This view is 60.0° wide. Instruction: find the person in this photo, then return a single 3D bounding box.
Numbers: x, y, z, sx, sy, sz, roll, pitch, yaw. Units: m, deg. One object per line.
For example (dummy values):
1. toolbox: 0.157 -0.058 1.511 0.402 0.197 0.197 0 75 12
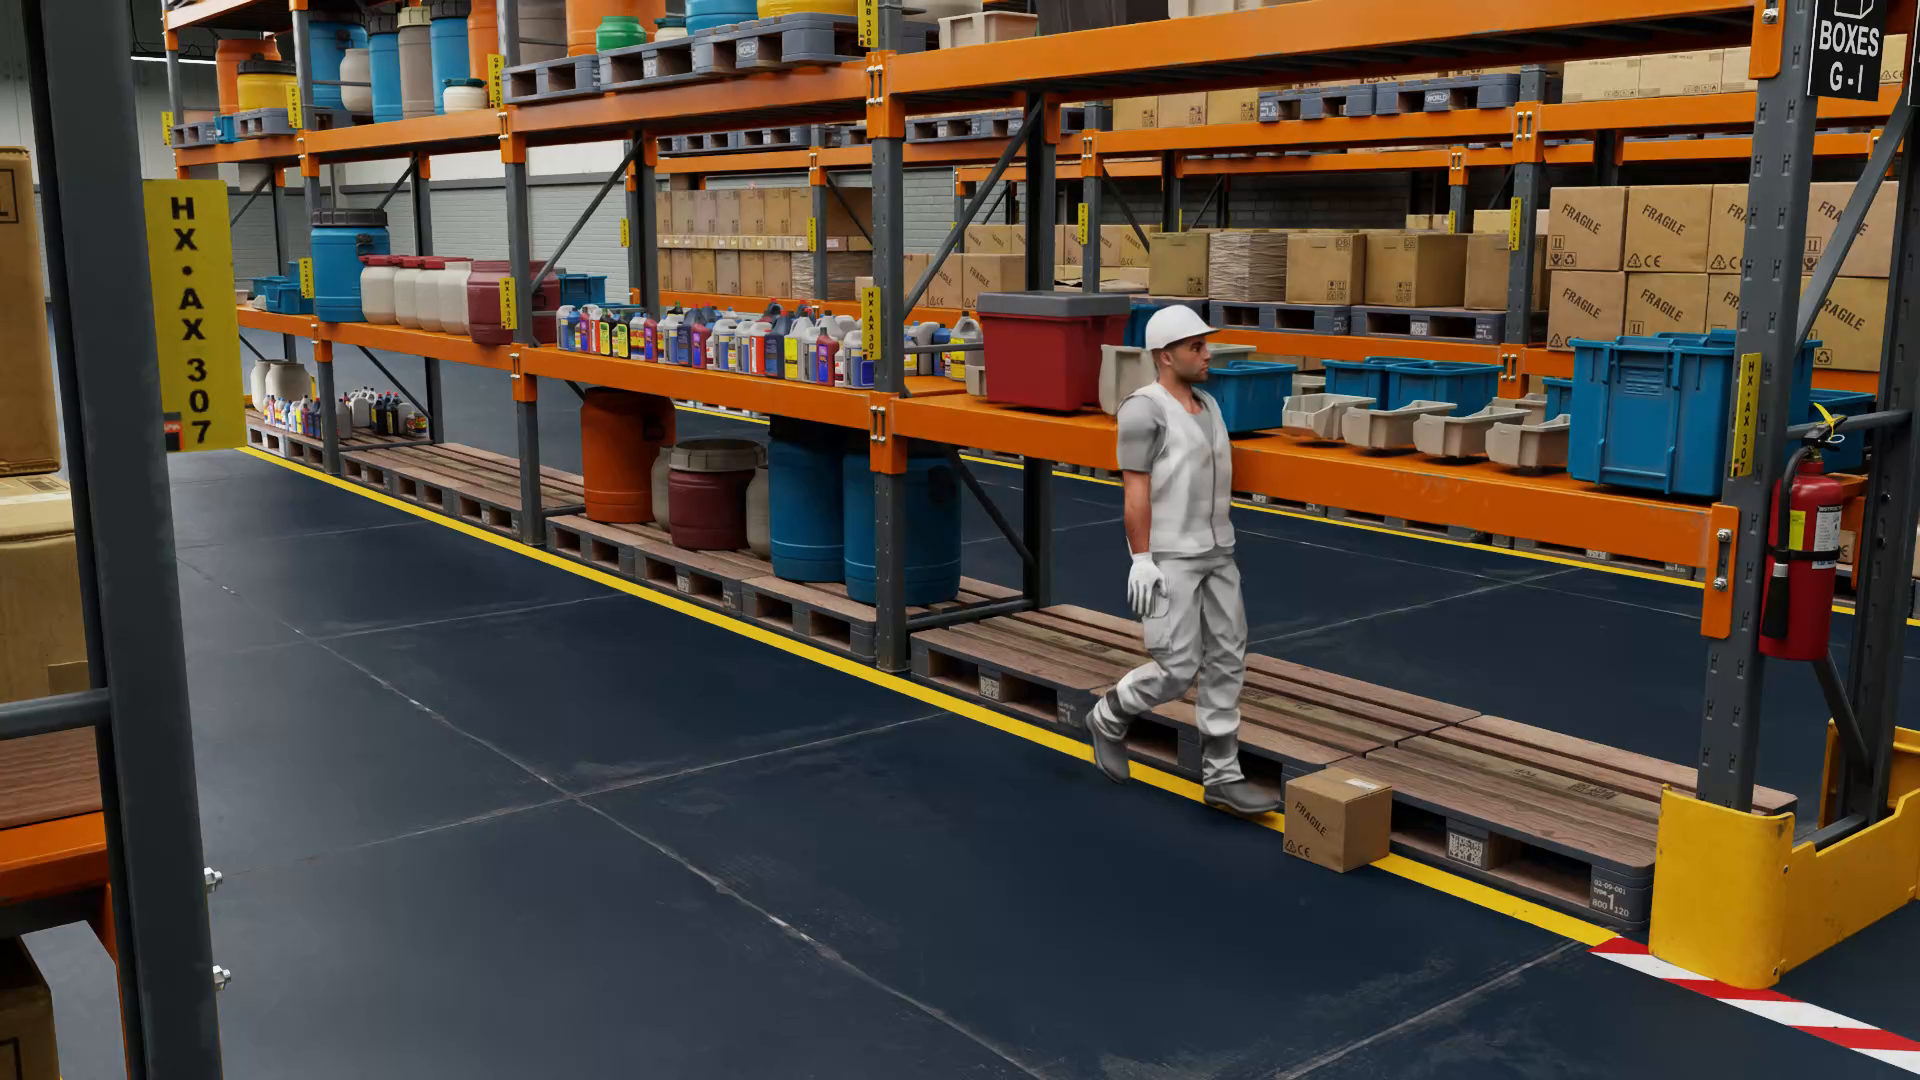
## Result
1. person: 0.804 0.071 5.868 0.578 1.778 0.703 -10 15 -43
